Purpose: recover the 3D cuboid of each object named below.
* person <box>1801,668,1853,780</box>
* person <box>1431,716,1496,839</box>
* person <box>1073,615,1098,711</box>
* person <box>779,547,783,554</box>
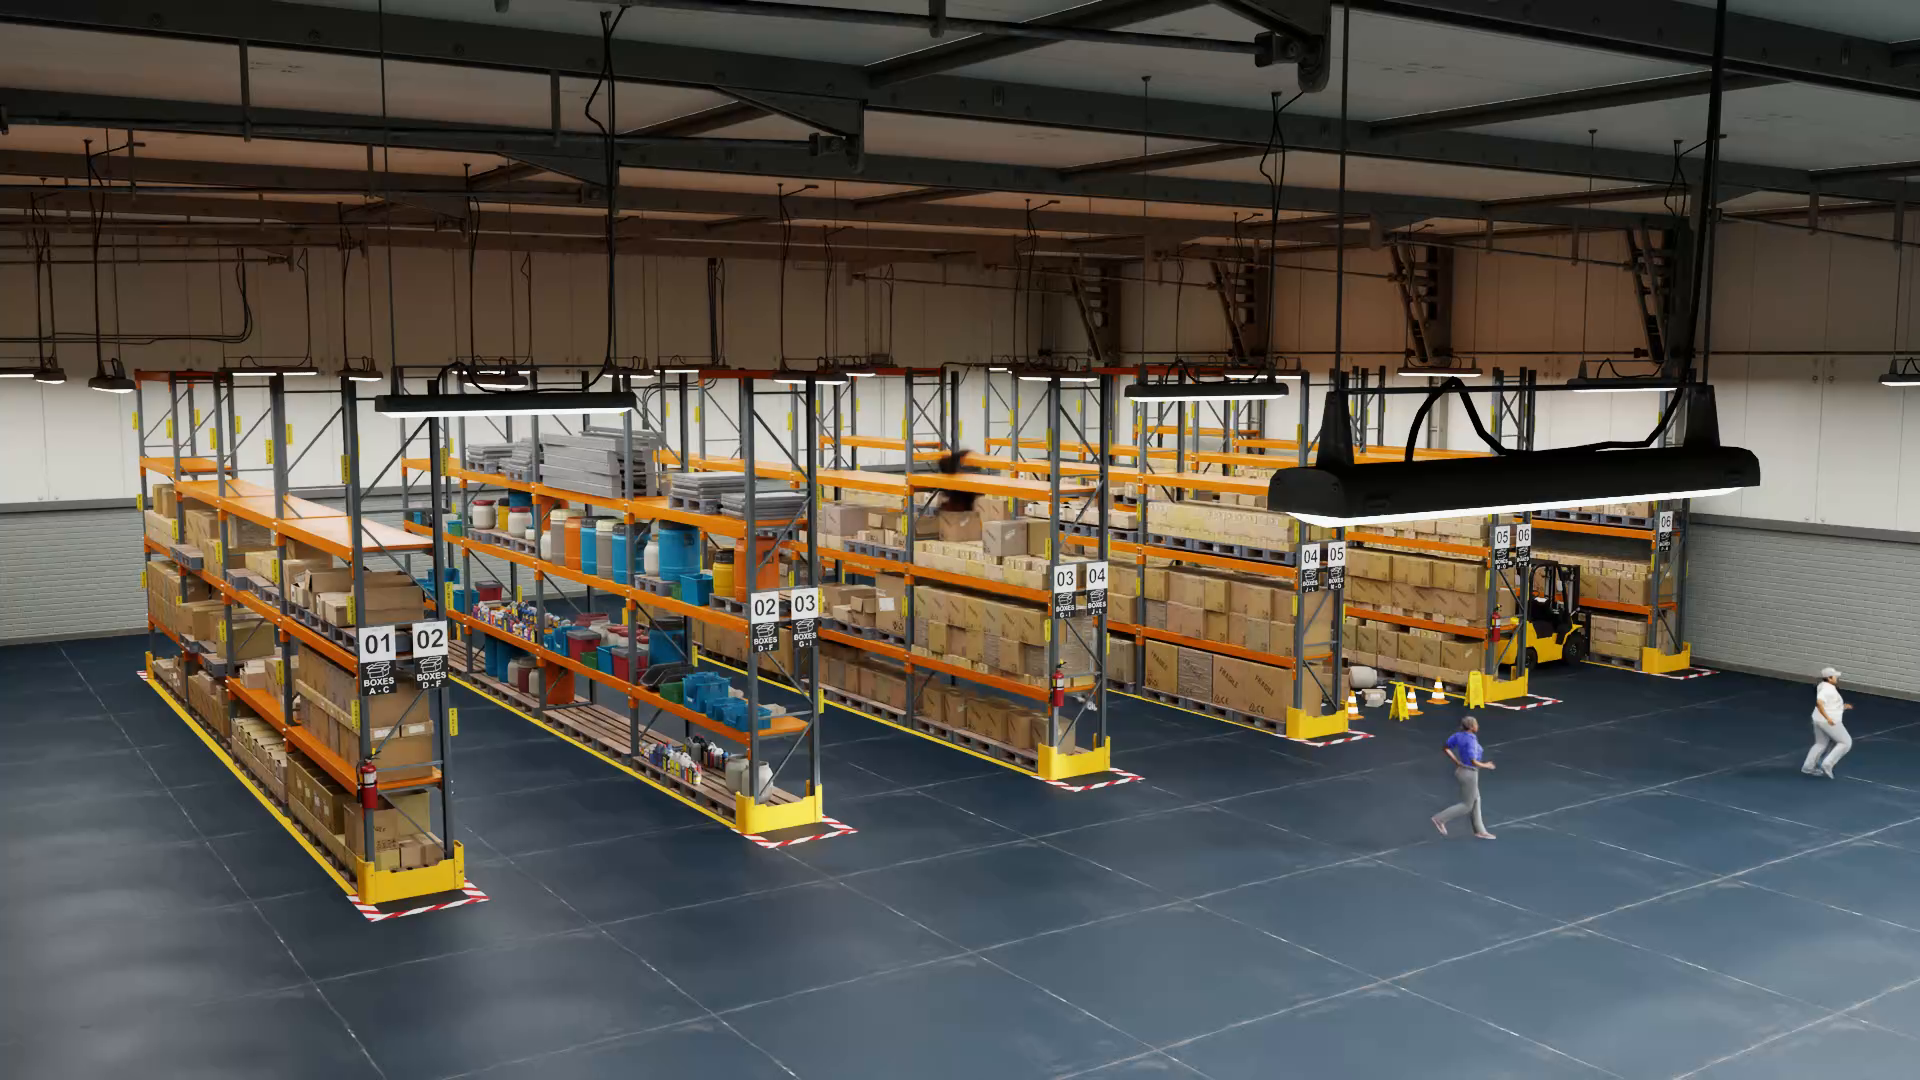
[{"bbox_3d":[12.928,2.729,24.726,0.655,1.650,0.578,1,6,7],"label":"person"},{"bbox_3d":[6.532,3.088,21.519,0.909,1.659,0.594,-1,6,-7],"label":"person"},{"bbox_3d":[2.278,2.149,29.769,0.554,1.716,0.777,-5,8,-38],"label":"person"},{"bbox_3d":[-4.434,1.031,39.978,0.699,1.587,0.552,1,7,8],"label":"person"}]
